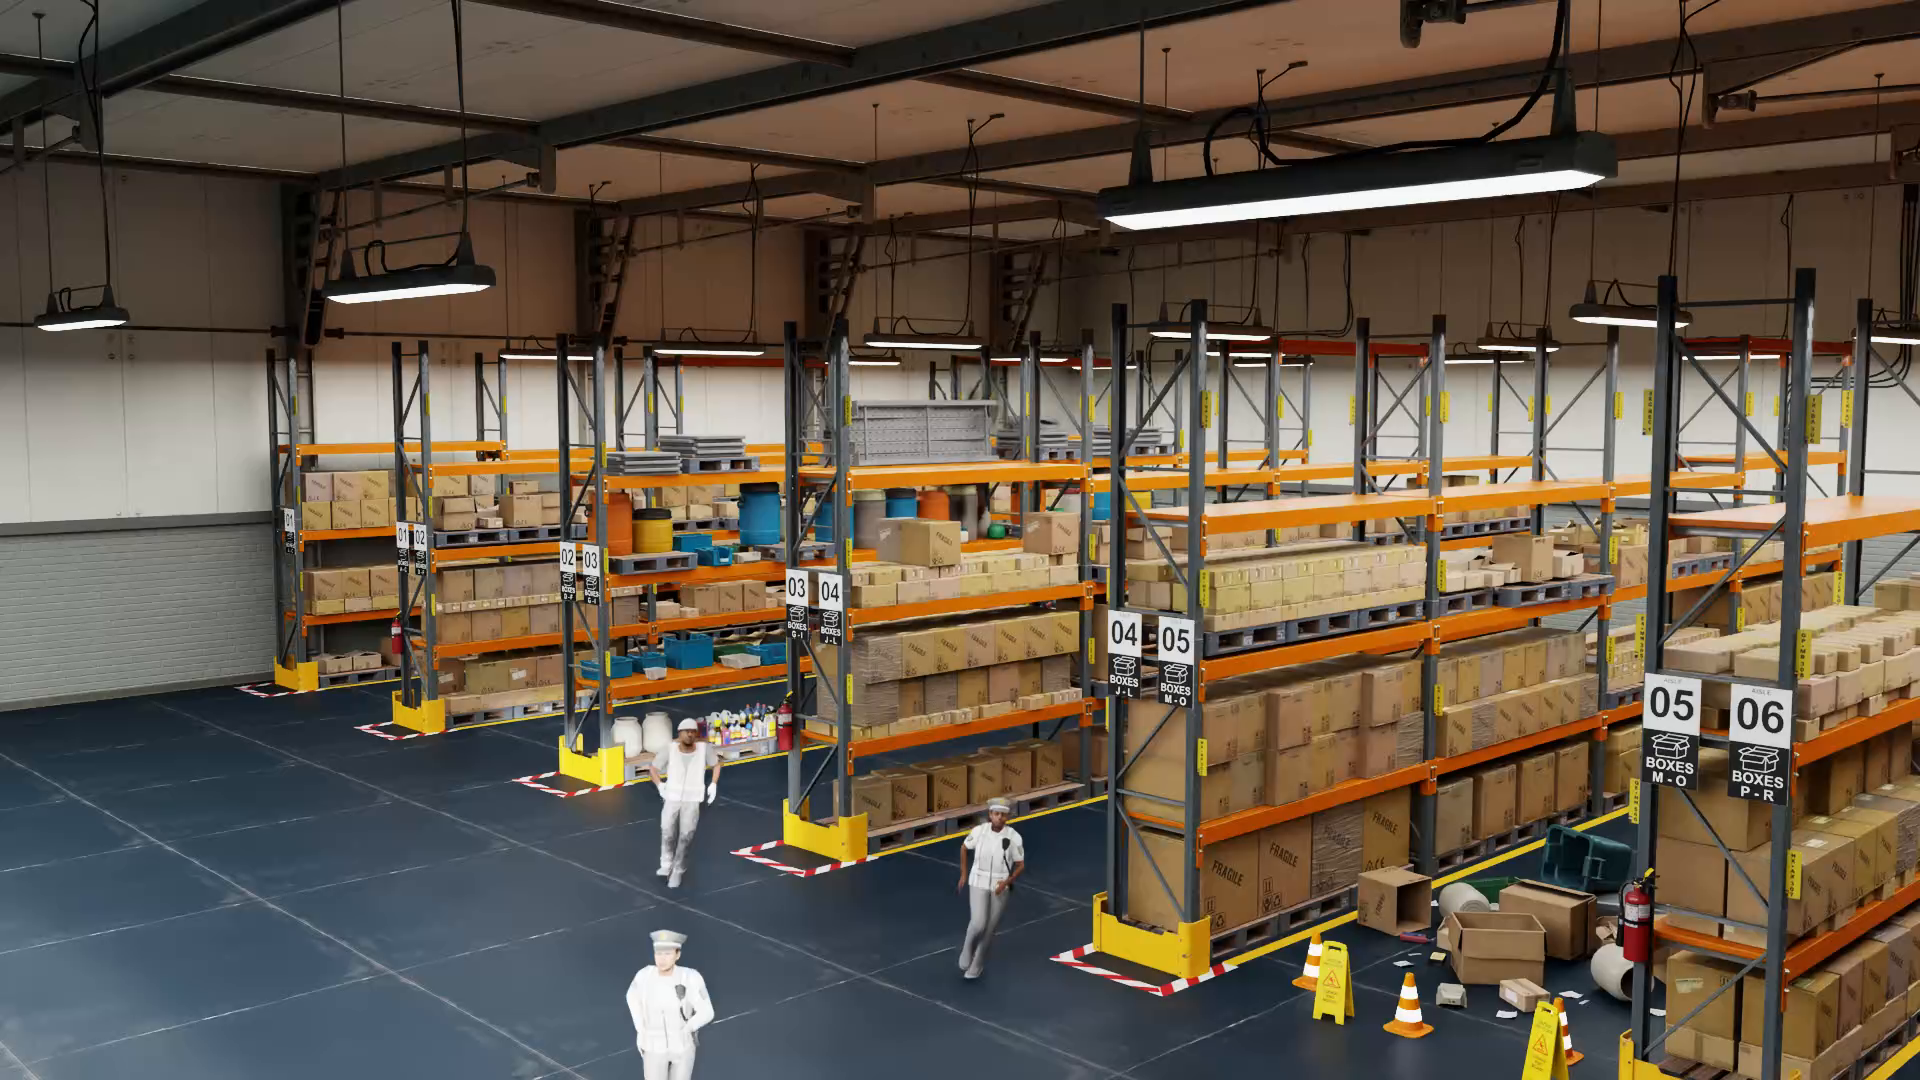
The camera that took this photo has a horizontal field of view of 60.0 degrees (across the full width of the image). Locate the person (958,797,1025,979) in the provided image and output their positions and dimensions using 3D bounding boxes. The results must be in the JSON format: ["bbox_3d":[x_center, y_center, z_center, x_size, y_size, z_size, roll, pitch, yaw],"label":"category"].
[{"bbox_3d":[0.276,3.080,14.663,0.593,1.640,0.546,0,5,2],"label":"person"}]

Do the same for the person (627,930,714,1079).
[{"bbox_3d":[-1.910,3.388,10.952,0.584,1.710,0.659,-1,5,-7],"label":"person"}]

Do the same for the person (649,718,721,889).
[{"bbox_3d":[-2.924,2.771,17.637,0.738,1.784,0.672,0,5,-3],"label":"person"}]
